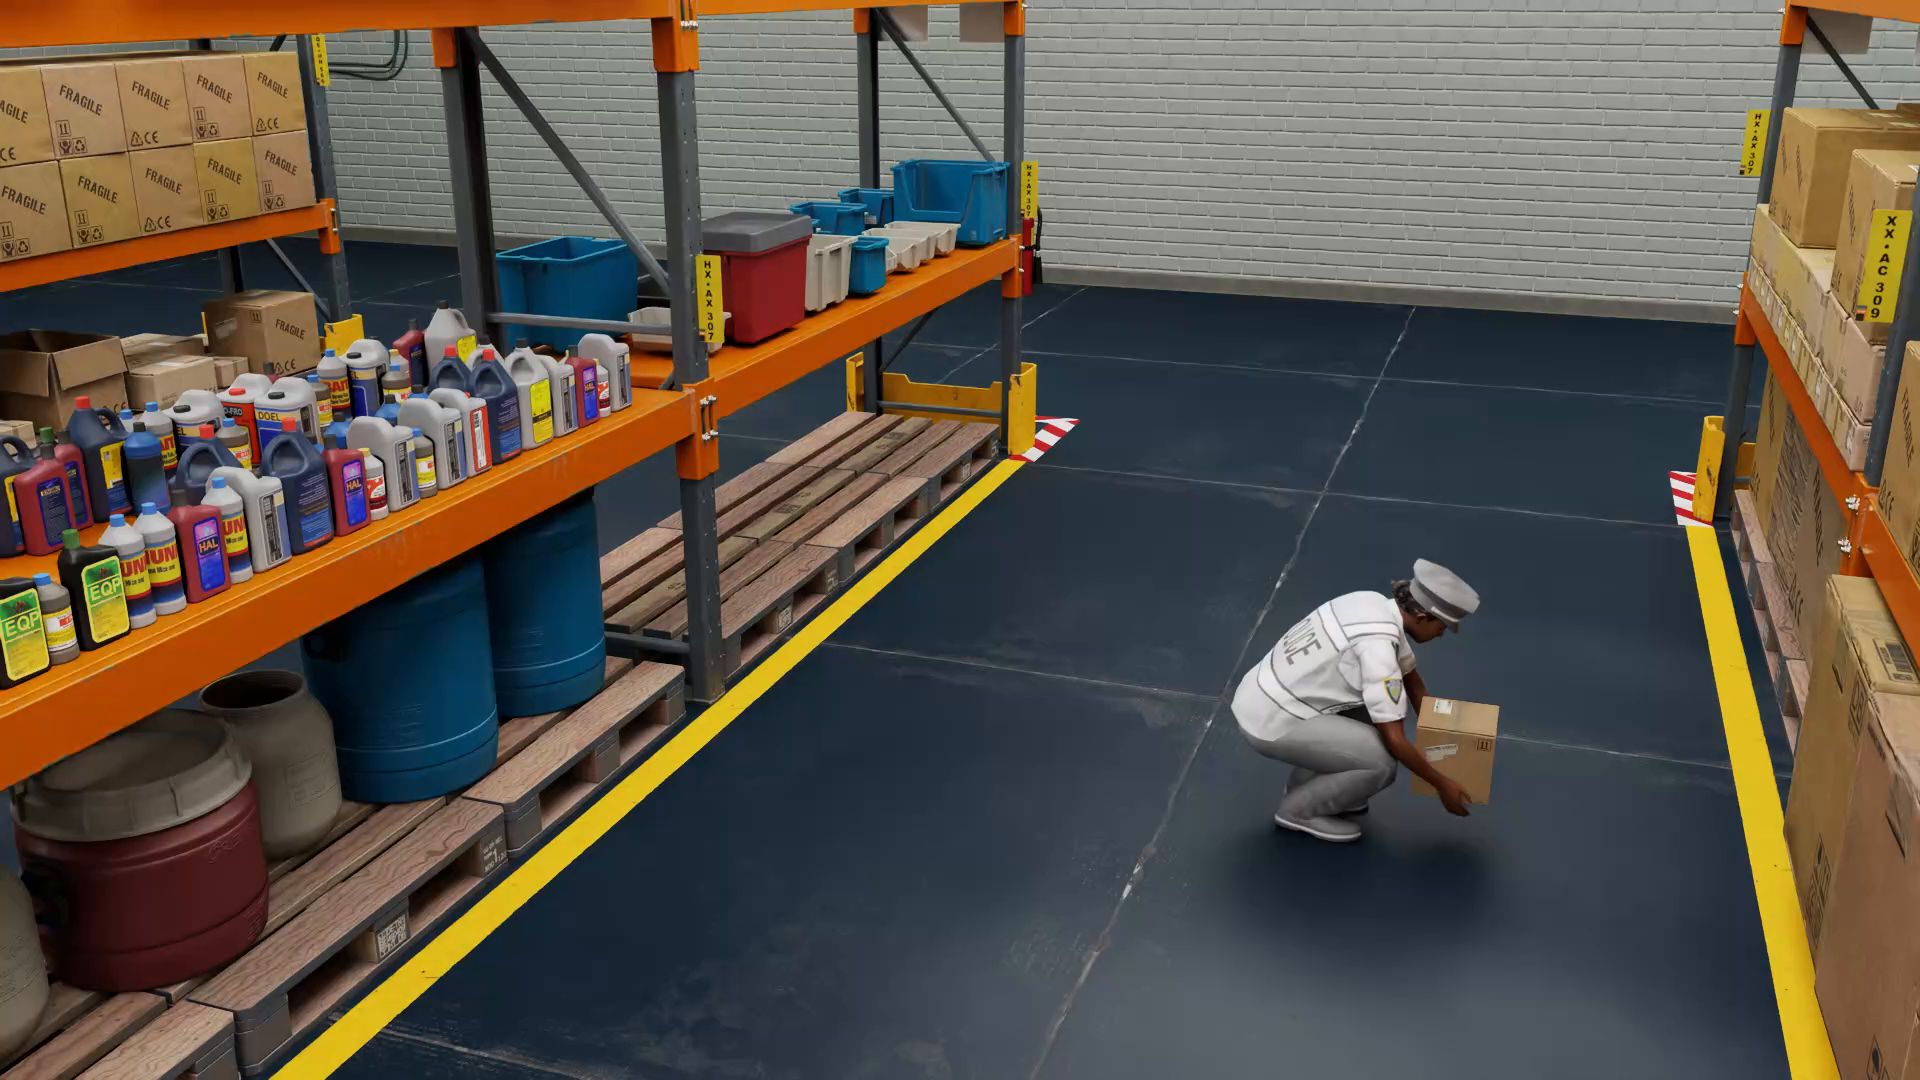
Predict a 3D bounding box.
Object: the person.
[{"bbox_3d":[1.341,0.532,5.622,0.823,0.957,0.509,6,20,18],"label":"person"}]
